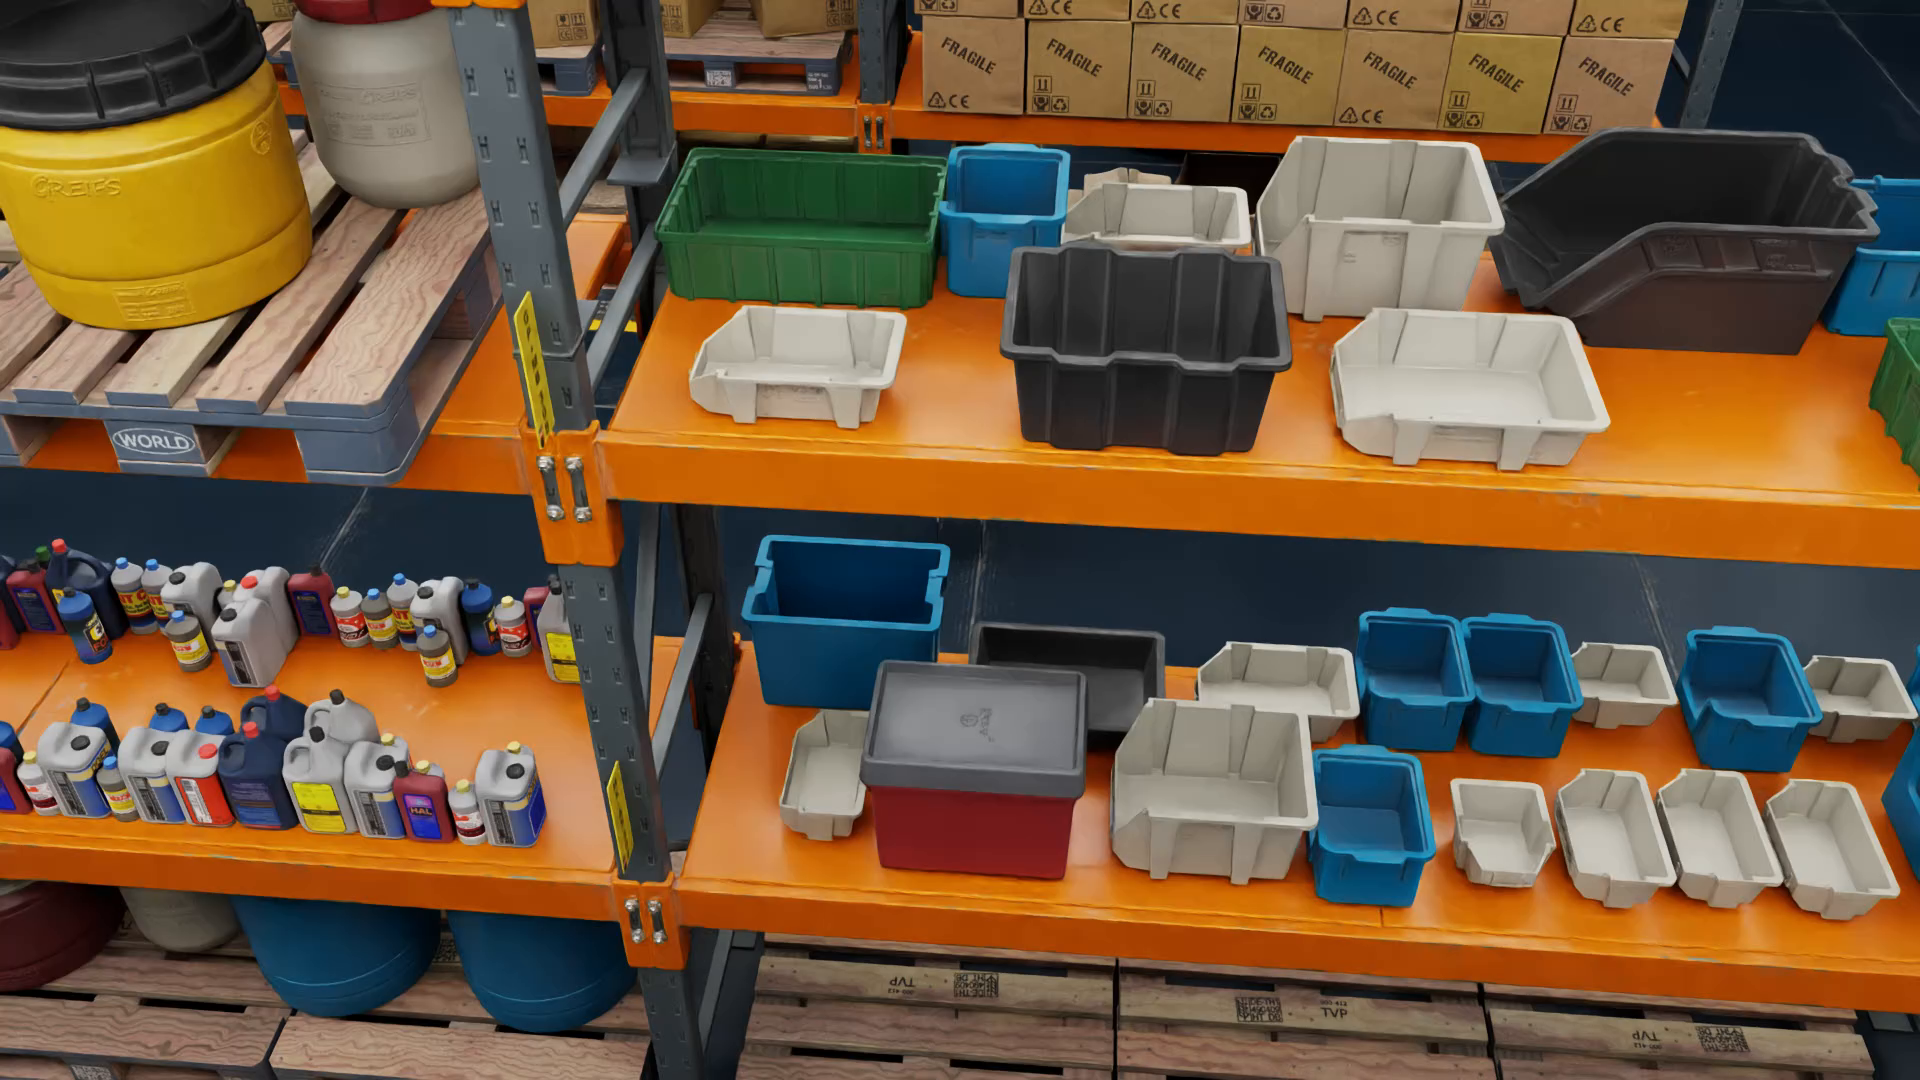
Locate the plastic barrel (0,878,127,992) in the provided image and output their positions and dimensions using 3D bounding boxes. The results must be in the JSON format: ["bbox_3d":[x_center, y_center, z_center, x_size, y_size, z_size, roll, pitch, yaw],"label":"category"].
[{"bbox_3d":[-3.194,1.108,5.590,0.708,0.588,0.600,3,39,4],"label":"plastic barrel"}]

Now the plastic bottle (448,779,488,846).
[{"bbox_3d":[-1.362,0.746,4.615,0.097,0.201,0.097,0,39,0],"label":"plastic bottle"}]

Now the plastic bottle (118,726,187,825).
[{"bbox_3d":[-2.244,0.651,4.672,0.135,0.276,0.152,3,39,4],"label":"plastic bottle"}]

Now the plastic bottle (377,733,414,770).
[{"bbox_3d":[-1.615,0.635,4.751,0.097,0.201,0.097,0,39,0],"label":"plastic bottle"}]

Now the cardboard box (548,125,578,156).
[{"bbox_3d":[-2.349,-2.392,9.351,0.500,0.250,0.500,2,39,3],"label":"cardboard box"}]

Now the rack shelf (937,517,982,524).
[{"bbox_3d":[0.008,-0.183,7.600,0.200,0.077,0.258,3,39,4],"label":"rack shelf"}]

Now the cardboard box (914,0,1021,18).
[{"bbox_3d":[0.053,-2.863,8.020,0.500,0.500,0.500,4,39,5],"label":"cardboard box"}]

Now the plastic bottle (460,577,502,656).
[{"bbox_3d":[-1.498,0.230,5.193,0.097,0.271,0.097,0,39,0],"label":"plastic bottle"}]

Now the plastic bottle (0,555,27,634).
[{"bbox_3d":[-3.075,0.128,5.256,0.185,0.351,0.144,3,39,4],"label":"plastic bottle"}]

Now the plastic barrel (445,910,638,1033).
[{"bbox_3d":[-1.364,1.086,5.369,0.708,0.901,0.600,3,39,4],"label":"plastic barrel"}]

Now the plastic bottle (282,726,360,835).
[{"bbox_3d":[-1.767,0.651,4.614,0.185,0.351,0.144,3,39,4],"label":"plastic bottle"}]

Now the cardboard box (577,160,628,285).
[{"bbox_3d":[-1.900,-1.747,9.152,0.500,0.500,0.500,4,39,4],"label":"cardboard box"}]

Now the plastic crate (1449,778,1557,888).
[{"bbox_3d":[1.470,0.813,4.536,0.250,0.136,0.298,3,39,4],"label":"plastic crate"}]

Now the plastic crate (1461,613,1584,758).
[{"bbox_3d":[1.633,0.443,4.915,0.300,0.233,0.416,3,39,4],"label":"plastic crate"}]

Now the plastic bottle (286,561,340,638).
[{"bbox_3d":[-2.037,0.184,5.240,0.133,0.283,0.061,3,39,4],"label":"plastic bottle"}]

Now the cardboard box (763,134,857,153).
[{"bbox_3d":[-0.853,-2.020,9.487,0.500,0.500,0.500,1,39,2],"label":"cardboard box"}]

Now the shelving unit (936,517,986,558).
[{"bbox_3d":[0.008,-0.349,7.465,0.210,0.900,0.258,3,39,4],"label":"shelving unit"}]

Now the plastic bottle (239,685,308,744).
[{"bbox_3d":[-1.939,0.550,4.737,0.185,0.351,0.144,3,39,4],"label":"plastic bottle"}]

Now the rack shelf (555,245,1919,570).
[{"bbox_3d":[1.169,-0.300,3.936,4.000,0.370,1.077,3,39,4],"label":"rack shelf"}]

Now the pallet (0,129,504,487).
[{"bbox_3d":[-1.613,-0.596,3.879,1.003,0.211,1.213,3,39,4],"label":"pallet"}]

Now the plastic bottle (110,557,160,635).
[{"bbox_3d":[-2.615,0.169,5.268,0.097,0.271,0.097,0,39,0],"label":"plastic bottle"}]

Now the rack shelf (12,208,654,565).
[{"bbox_3d":[-2.816,-0.517,4.203,4.000,0.370,1.077,3,39,4],"label":"rack shelf"}]

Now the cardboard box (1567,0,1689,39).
[{"bbox_3d":[3.126,-2.699,7.819,0.500,0.500,0.500,3,39,3],"label":"cardboard box"}]

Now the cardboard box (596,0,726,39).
[{"bbox_3d":[-1.535,-3.005,8.654,0.500,0.500,0.700,9,40,11],"label":"cardboard box"}]

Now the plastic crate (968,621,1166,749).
[{"bbox_3d":[0.315,0.451,4.990,0.590,0.125,0.437,3,39,4],"label":"plastic crate"}]

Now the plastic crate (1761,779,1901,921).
[{"bbox_3d":[2.334,0.842,4.501,0.243,0.136,0.396,3,39,4],"label":"plastic crate"}]

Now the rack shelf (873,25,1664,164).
[{"bbox_3d":[1.600,-2.251,8.710,4.000,0.370,1.077,3,39,4],"label":"rack shelf"}]

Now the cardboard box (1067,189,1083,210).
[{"bbox_3d":[0.579,-1.869,9.580,0.250,0.149,0.380,3,39,4],"label":"cardboard box"}]

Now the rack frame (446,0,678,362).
[{"bbox_3d":[-0.823,-1.851,2.895,0.127,3.000,1.000,3,39,4],"label":"rack frame"}]

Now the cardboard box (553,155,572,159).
[{"bbox_3d":[-2.386,-2.102,9.588,0.500,0.500,0.500,2,39,2],"label":"cardboard box"}]

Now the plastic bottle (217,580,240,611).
[{"bbox_3d":[-2.287,0.214,5.268,0.097,0.201,0.097,0,39,0],"label":"plastic bottle"}]

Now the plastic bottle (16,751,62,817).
[{"bbox_3d":[-2.593,0.678,4.698,0.097,0.201,0.097,0,39,0],"label":"plastic bottle"}]

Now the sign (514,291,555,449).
[{"bbox_3d":[-0.873,-0.345,3.415,0.005,0.325,0.100,3,39,4],"label":"sign"}]

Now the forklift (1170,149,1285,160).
[{"bbox_3d":[2.119,-4.436,10.878,1.130,2.935,3.031,14,41,17],"label":"forklift"}]

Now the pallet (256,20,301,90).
[{"bbox_3d":[-3.696,-2.790,8.953,1.003,0.211,1.213,3,39,4],"label":"pallet"}]

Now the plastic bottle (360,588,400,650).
[{"bbox_3d":[-1.826,0.239,5.237,0.097,0.201,0.097,0,39,0],"label":"plastic bottle"}]

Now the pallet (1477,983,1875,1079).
[{"bbox_3d":[2.344,1.706,5.487,1.213,0.211,1.003,3,39,4],"label":"pallet"}]

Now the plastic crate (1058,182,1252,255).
[{"bbox_3d":[0.477,-0.755,4.135,0.466,0.136,0.293,3,39,4],"label":"plastic crate"}]

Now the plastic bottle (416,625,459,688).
[{"bbox_3d":[-1.608,0.348,5.104,0.097,0.201,0.097,0,39,0],"label":"plastic bottle"}]

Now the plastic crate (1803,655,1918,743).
[{"bbox_3d":[2.632,0.483,4.942,0.298,0.136,0.250,3,39,4],"label":"plastic crate"}]

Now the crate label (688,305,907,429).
[{"bbox_3d":[-0.361,-0.377,3.670,0.466,0.136,0.293,3,39,4],"label":"crate label"}]

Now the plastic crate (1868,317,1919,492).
[{"bbox_3d":[2.155,-0.262,3.487,0.336,0.188,0.450,3,39,4],"label":"plastic crate"}]

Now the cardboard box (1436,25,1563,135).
[{"bbox_3d":[2.606,-2.339,8.169,0.500,0.500,0.500,3,39,4],"label":"cardboard box"}]

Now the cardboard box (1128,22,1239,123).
[{"bbox_3d":[1.101,-2.424,8.273,0.500,0.500,0.500,3,39,4],"label":"cardboard box"}]

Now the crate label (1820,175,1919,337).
[{"bbox_3d":[2.271,-0.665,3.933,0.502,0.251,0.408,3,39,4],"label":"crate label"}]

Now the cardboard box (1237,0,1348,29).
[{"bbox_3d":[1.594,-2.780,7.917,0.500,0.500,0.500,4,39,5],"label":"cardboard box"}]

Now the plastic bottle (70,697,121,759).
[{"bbox_3d":[-2.483,0.561,4.787,0.097,0.271,0.097,0,39,0],"label":"plastic bottle"}]

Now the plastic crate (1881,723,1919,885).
[{"bbox_3d":[2.812,0.756,4.370,0.499,0.435,0.616,3,39,4],"label":"plastic crate"}]

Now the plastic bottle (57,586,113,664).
[{"bbox_3d":[-2.725,0.254,5.163,0.097,0.271,0.097,0,39,0],"label":"plastic bottle"}]

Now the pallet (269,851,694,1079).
[{"bbox_3d":[-1.588,1.489,5.753,1.213,0.211,1.003,3,39,4],"label":"pallet"}]
